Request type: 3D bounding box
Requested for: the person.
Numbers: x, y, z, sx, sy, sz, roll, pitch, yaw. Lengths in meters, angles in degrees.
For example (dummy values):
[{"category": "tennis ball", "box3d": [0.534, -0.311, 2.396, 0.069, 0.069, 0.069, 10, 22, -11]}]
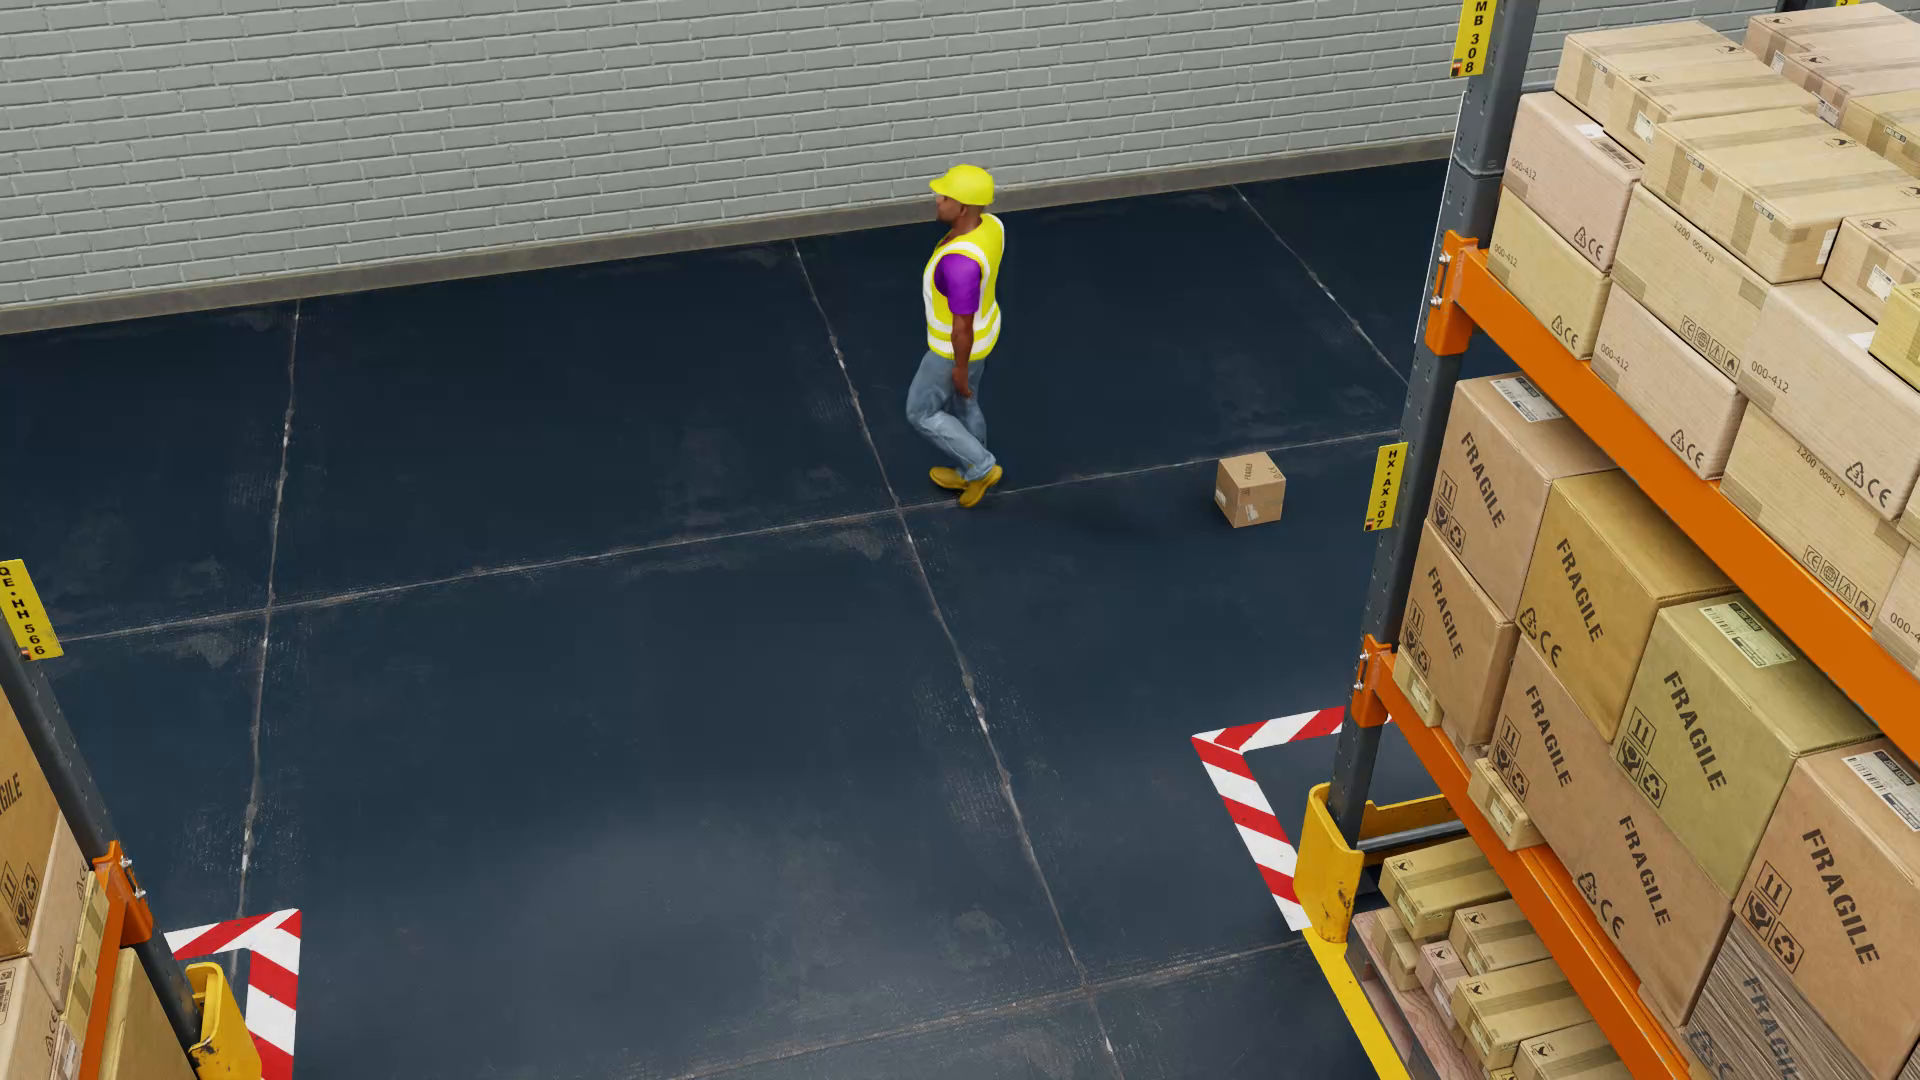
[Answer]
[{"category": "person", "box3d": [0.010, -0.947, 7.870, 0.474, 1.762, 0.563, 10, 39, 13]}]
